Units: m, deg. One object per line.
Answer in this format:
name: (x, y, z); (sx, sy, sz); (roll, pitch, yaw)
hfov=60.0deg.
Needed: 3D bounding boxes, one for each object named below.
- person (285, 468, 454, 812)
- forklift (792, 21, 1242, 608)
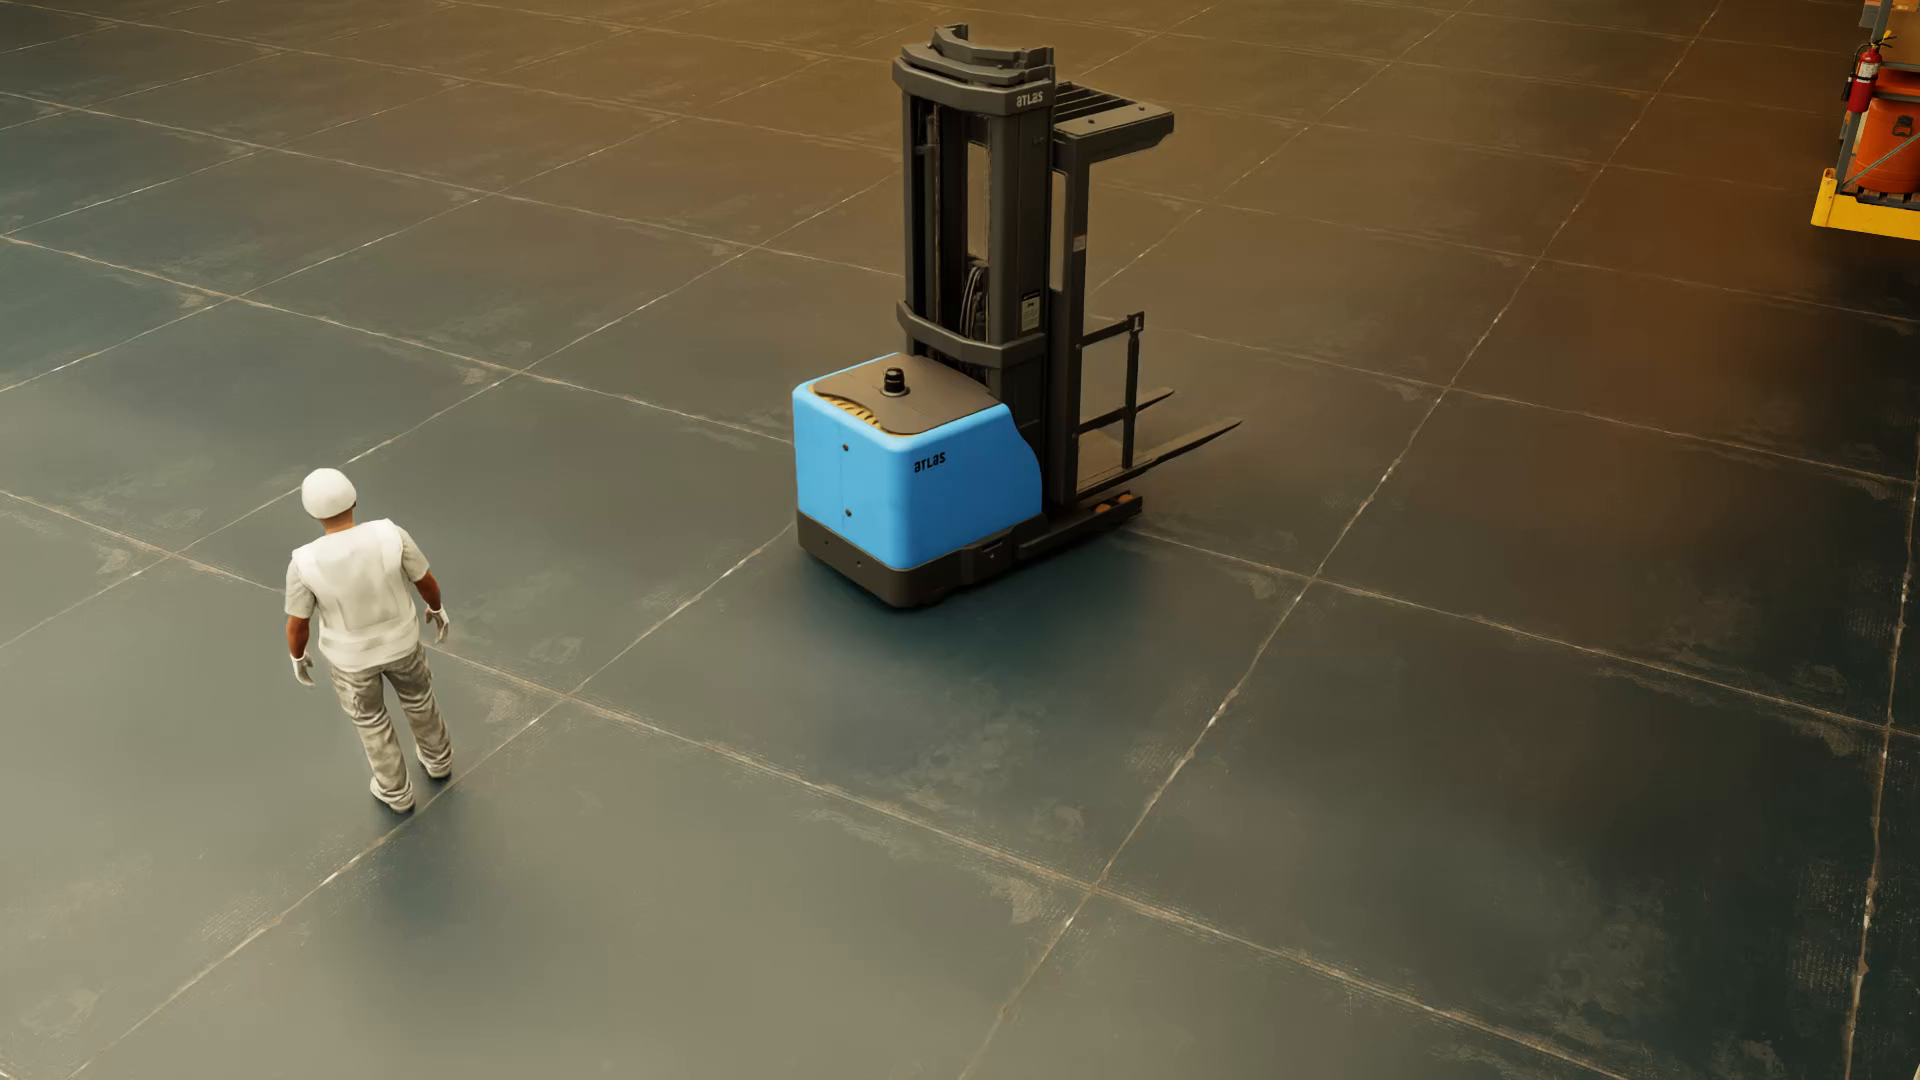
person: (-2.666, 0.426, 7.482); (0.696, 1.784, 0.567); (-18, 35, -29)
forklift: (0.487, -1.500, 9.669); (3.031, 2.935, 1.130); (-23, 37, -34)
